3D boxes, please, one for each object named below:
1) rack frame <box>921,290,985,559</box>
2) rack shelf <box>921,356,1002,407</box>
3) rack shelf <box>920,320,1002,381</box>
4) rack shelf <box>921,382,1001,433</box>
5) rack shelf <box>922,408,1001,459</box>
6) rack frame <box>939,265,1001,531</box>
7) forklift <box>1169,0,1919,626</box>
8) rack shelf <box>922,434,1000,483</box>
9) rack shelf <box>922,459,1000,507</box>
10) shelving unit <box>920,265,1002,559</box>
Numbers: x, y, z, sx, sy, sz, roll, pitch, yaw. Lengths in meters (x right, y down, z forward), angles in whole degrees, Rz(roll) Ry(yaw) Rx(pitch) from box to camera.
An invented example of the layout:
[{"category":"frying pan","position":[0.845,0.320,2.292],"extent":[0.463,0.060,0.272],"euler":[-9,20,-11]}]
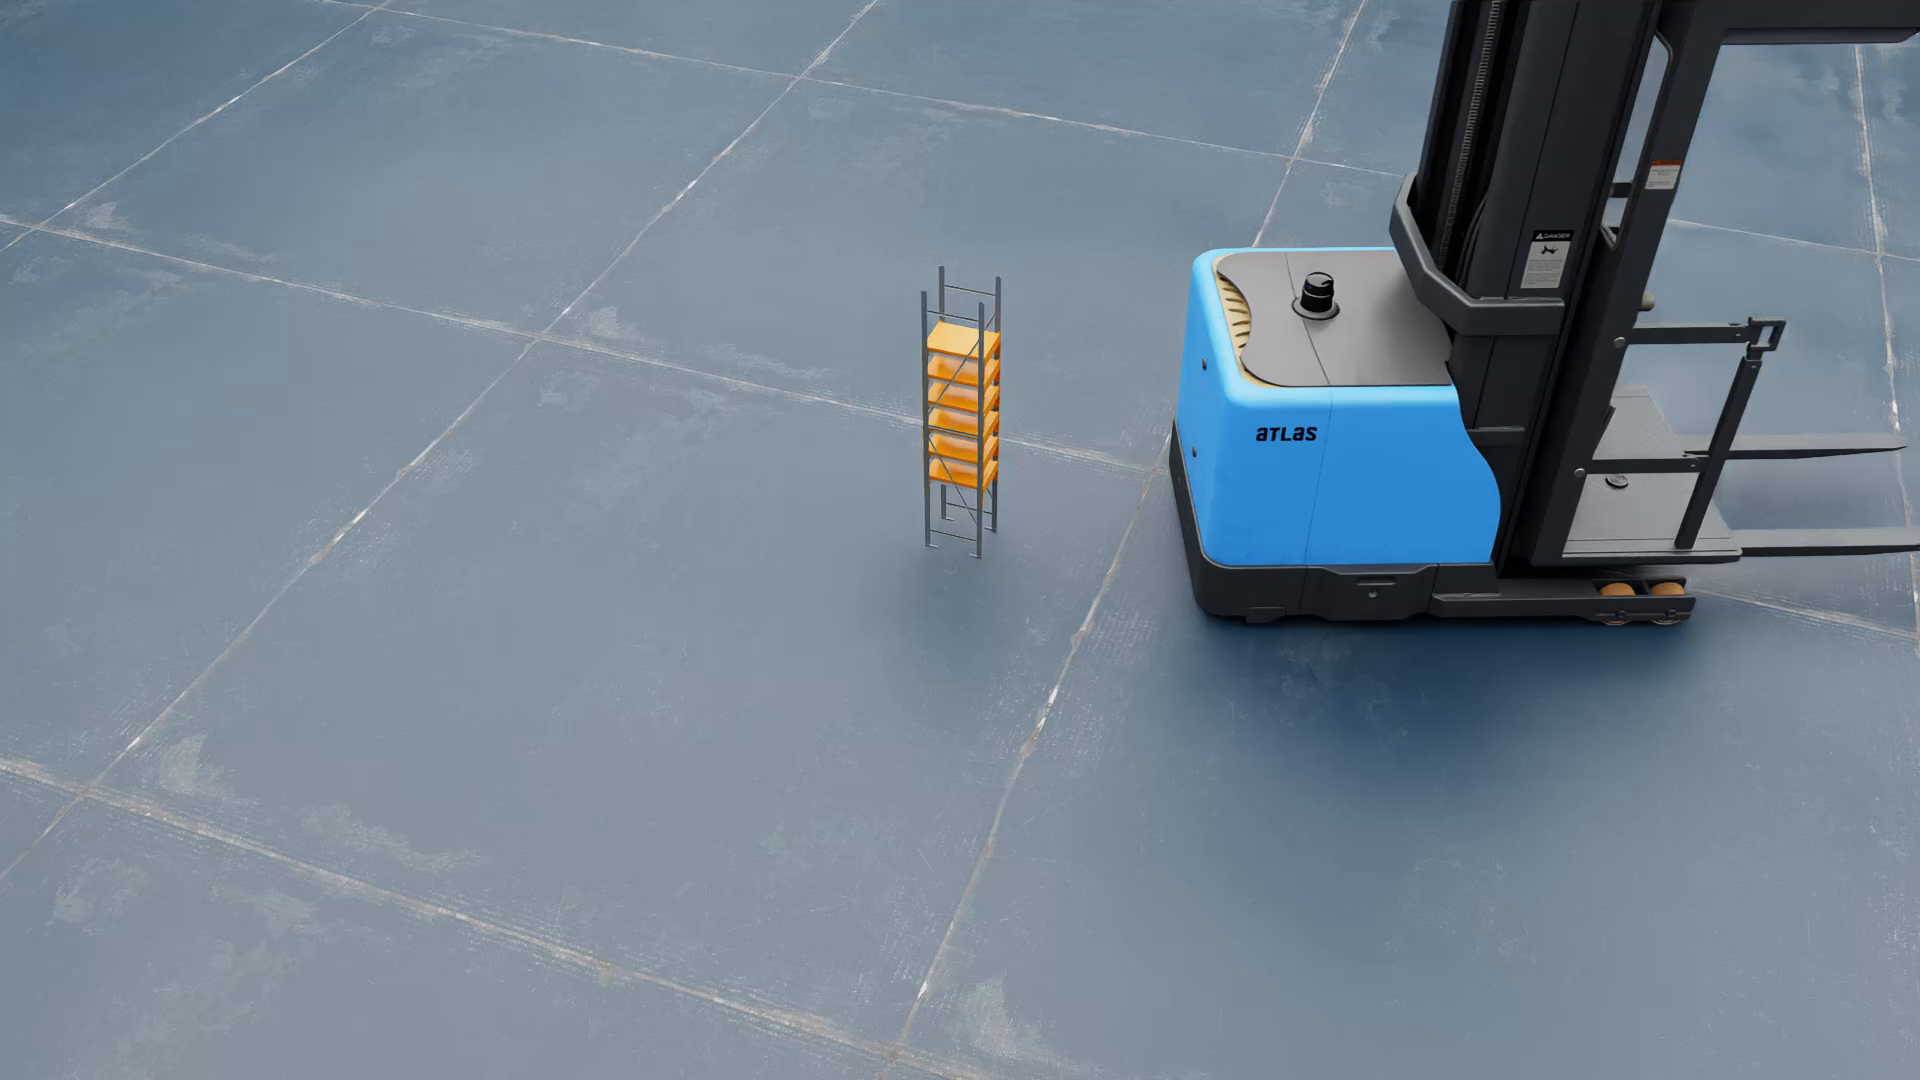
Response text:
[{"category":"rack frame","position":[-0.026,-0.409,6.306],"extent":[0.240,1.200,0.006],"euler":[13,42,15]},{"category":"rack shelf","position":[0.005,-0.614,6.244],"extent":[0.258,0.103,0.180],"euler":[13,42,15]},{"category":"rack shelf","position":[0.005,-0.705,6.166],"extent":[0.258,0.103,0.180],"euler":[13,42,15]},{"category":"rack shelf","position":[0.005,-0.523,6.322],"extent":[0.258,0.103,0.180],"euler":[13,42,15]},{"category":"rack shelf","position":[0.005,-0.431,6.400],"extent":[0.258,0.103,0.180],"euler":[13,42,15]},{"category":"rack frame","position":[0.036,-0.521,6.436],"extent":[0.240,1.200,0.006],"euler":[13,42,15]},{"category":"forklift","position":[2.405,-1.134,5.820],"extent":[3.031,2.935,1.130],"euler":[-1,40,-1]},{"category":"rack shelf","position":[0.005,-0.340,6.478],"extent":[0.258,0.103,0.180],"euler":[13,42,15]},{"category":"rack shelf","position":[0.005,-0.249,6.556],"extent":[0.258,0.103,0.180],"euler":[13,42,15]},{"category":"shelving unit","position":[0.005,-0.465,6.371],"extent":[0.258,1.200,0.189],"euler":[13,42,15]}]
